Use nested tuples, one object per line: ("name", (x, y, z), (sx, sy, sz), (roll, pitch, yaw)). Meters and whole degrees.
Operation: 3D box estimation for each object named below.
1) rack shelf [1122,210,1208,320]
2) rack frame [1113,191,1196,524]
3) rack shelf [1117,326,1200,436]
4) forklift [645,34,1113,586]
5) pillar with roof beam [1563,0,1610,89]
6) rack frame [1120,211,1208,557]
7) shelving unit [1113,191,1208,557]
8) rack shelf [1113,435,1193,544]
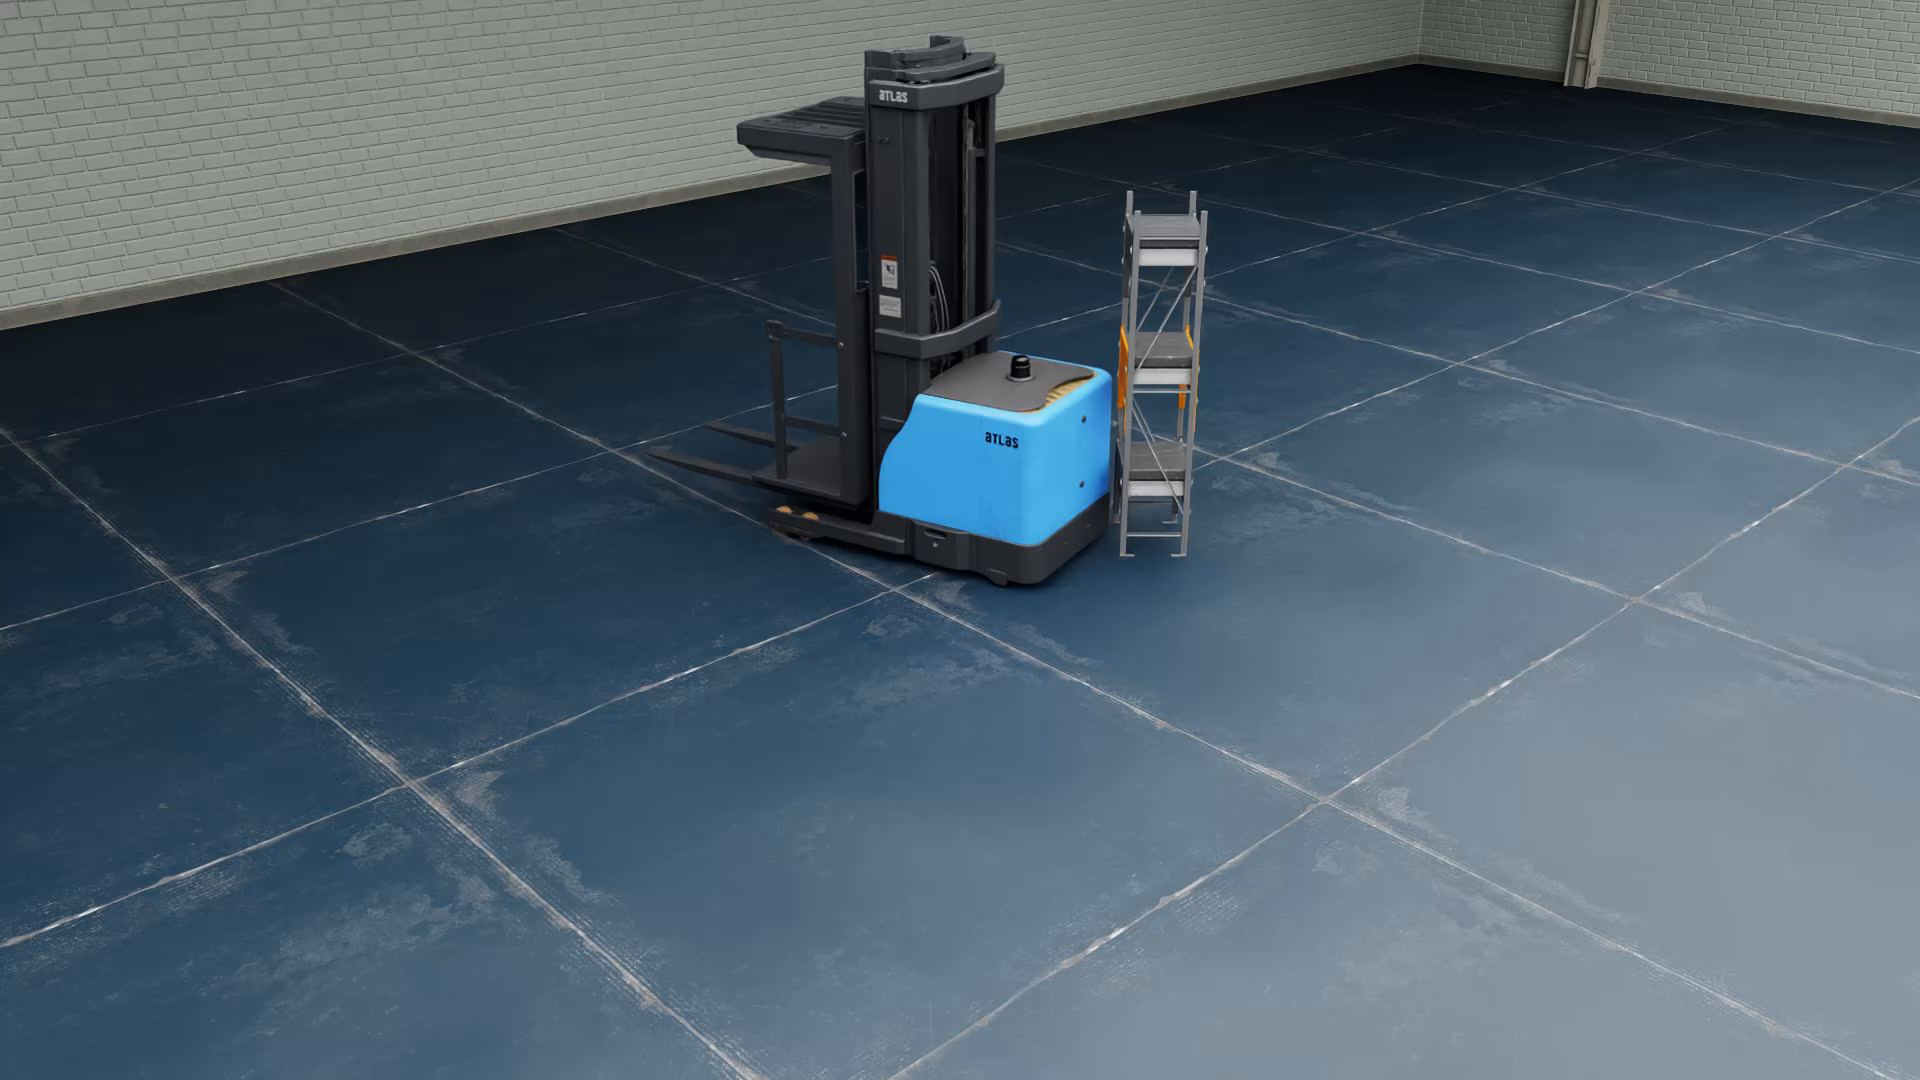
("rack shelf", (1.164, -1.582, 9.534), (0.431, 0.518, 0.480), (0, 25, 0))
("rack frame", (1.165, -1.058, 10.040), (0.400, 2.100, 0.015), (0, 25, 0))
("rack shelf", (1.164, -0.945, 9.824), (0.431, 0.518, 0.480), (0, 25, 0))
("forklift", (-0.609, -1.507, 10.022), (3.031, 2.935, 1.130), (14, 28, 28))
("pillar with roof beam", (6.379, -9.845, 20.988), (9.100, 9.000, 0.400), (-21, 32, -38))
("rack frame", (1.163, -0.856, 9.596), (0.400, 2.100, 0.015), (0, 25, 0))
("shelving unit", (1.164, -0.957, 9.818), (0.431, 2.100, 0.503), (0, 25, 0))
("rack shelf", (1.164, -0.308, 10.115), (0.431, 0.518, 0.480), (0, 25, 0))
